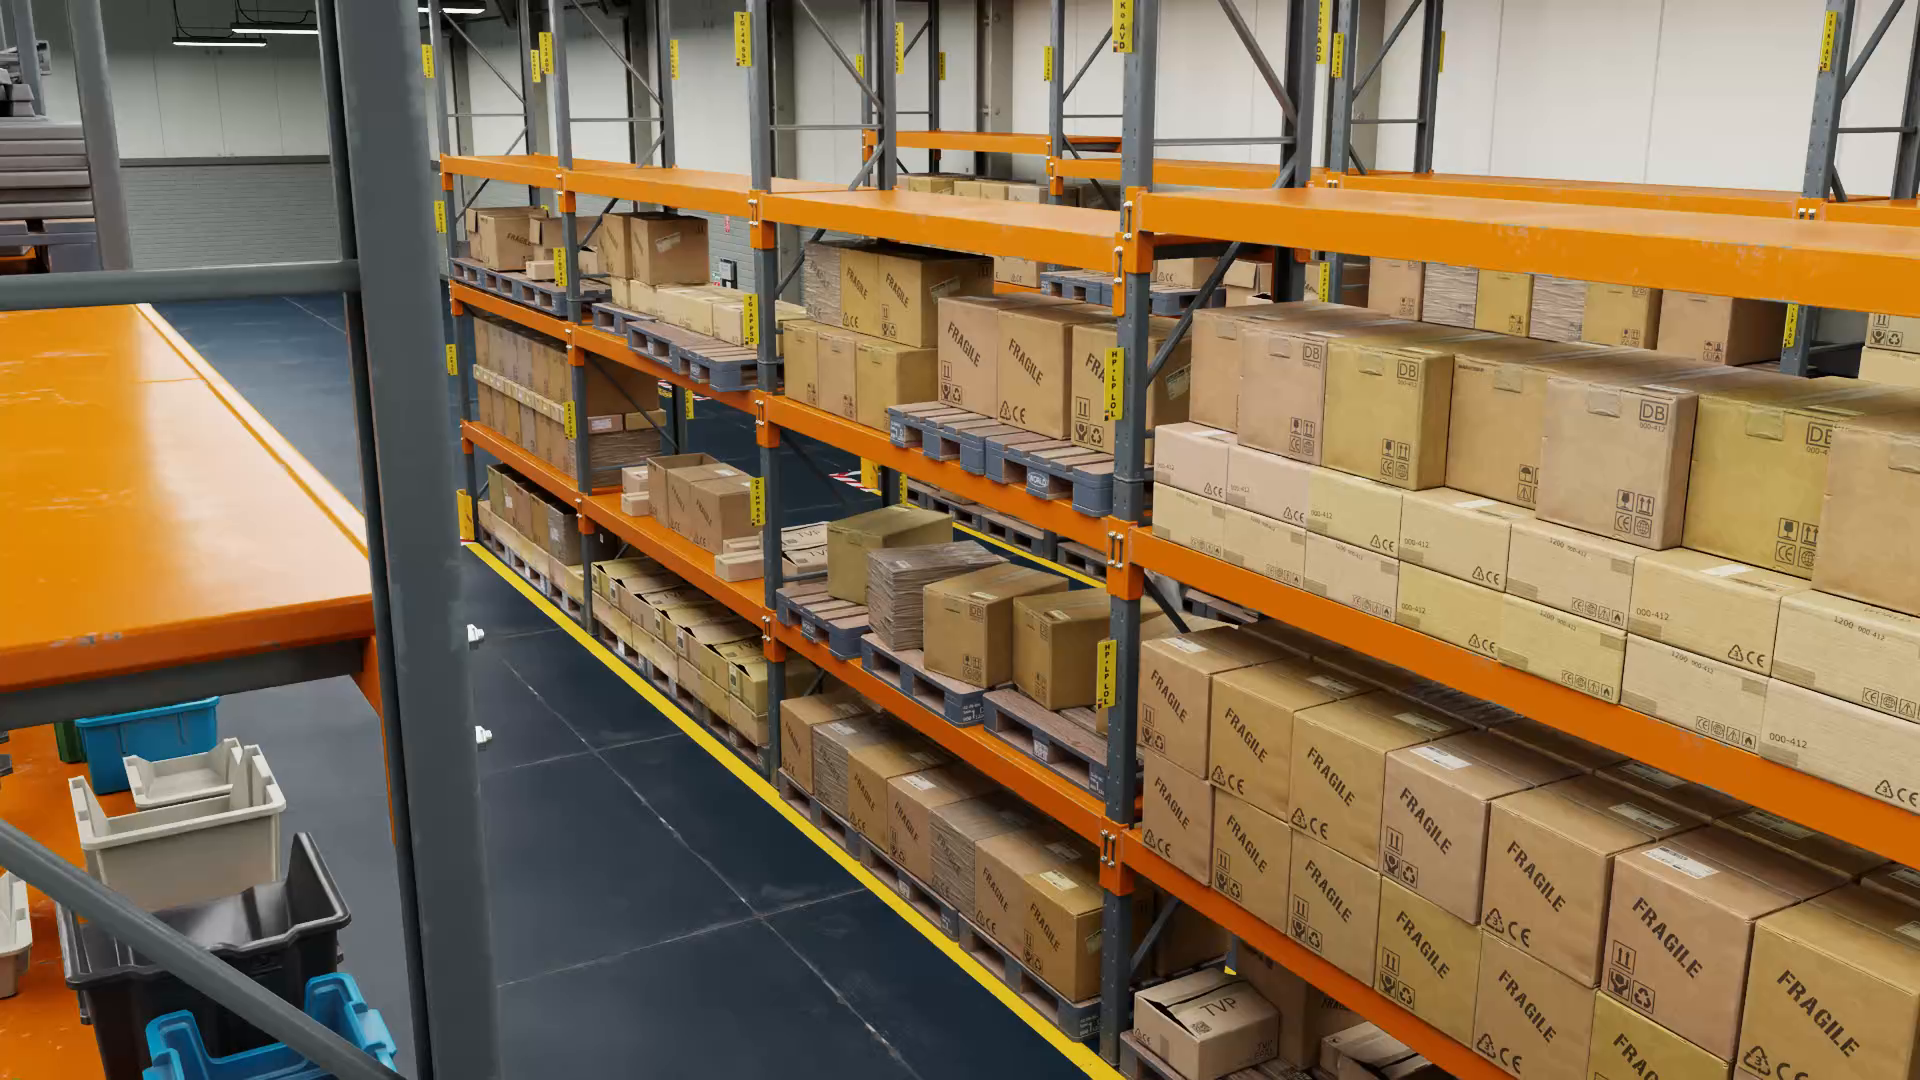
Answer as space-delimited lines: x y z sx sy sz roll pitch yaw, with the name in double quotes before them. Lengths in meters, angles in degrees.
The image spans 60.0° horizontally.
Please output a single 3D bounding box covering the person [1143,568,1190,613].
"person" 1.821 0.285 13.872 0.508 1.634 0.999 -8 17 -28
